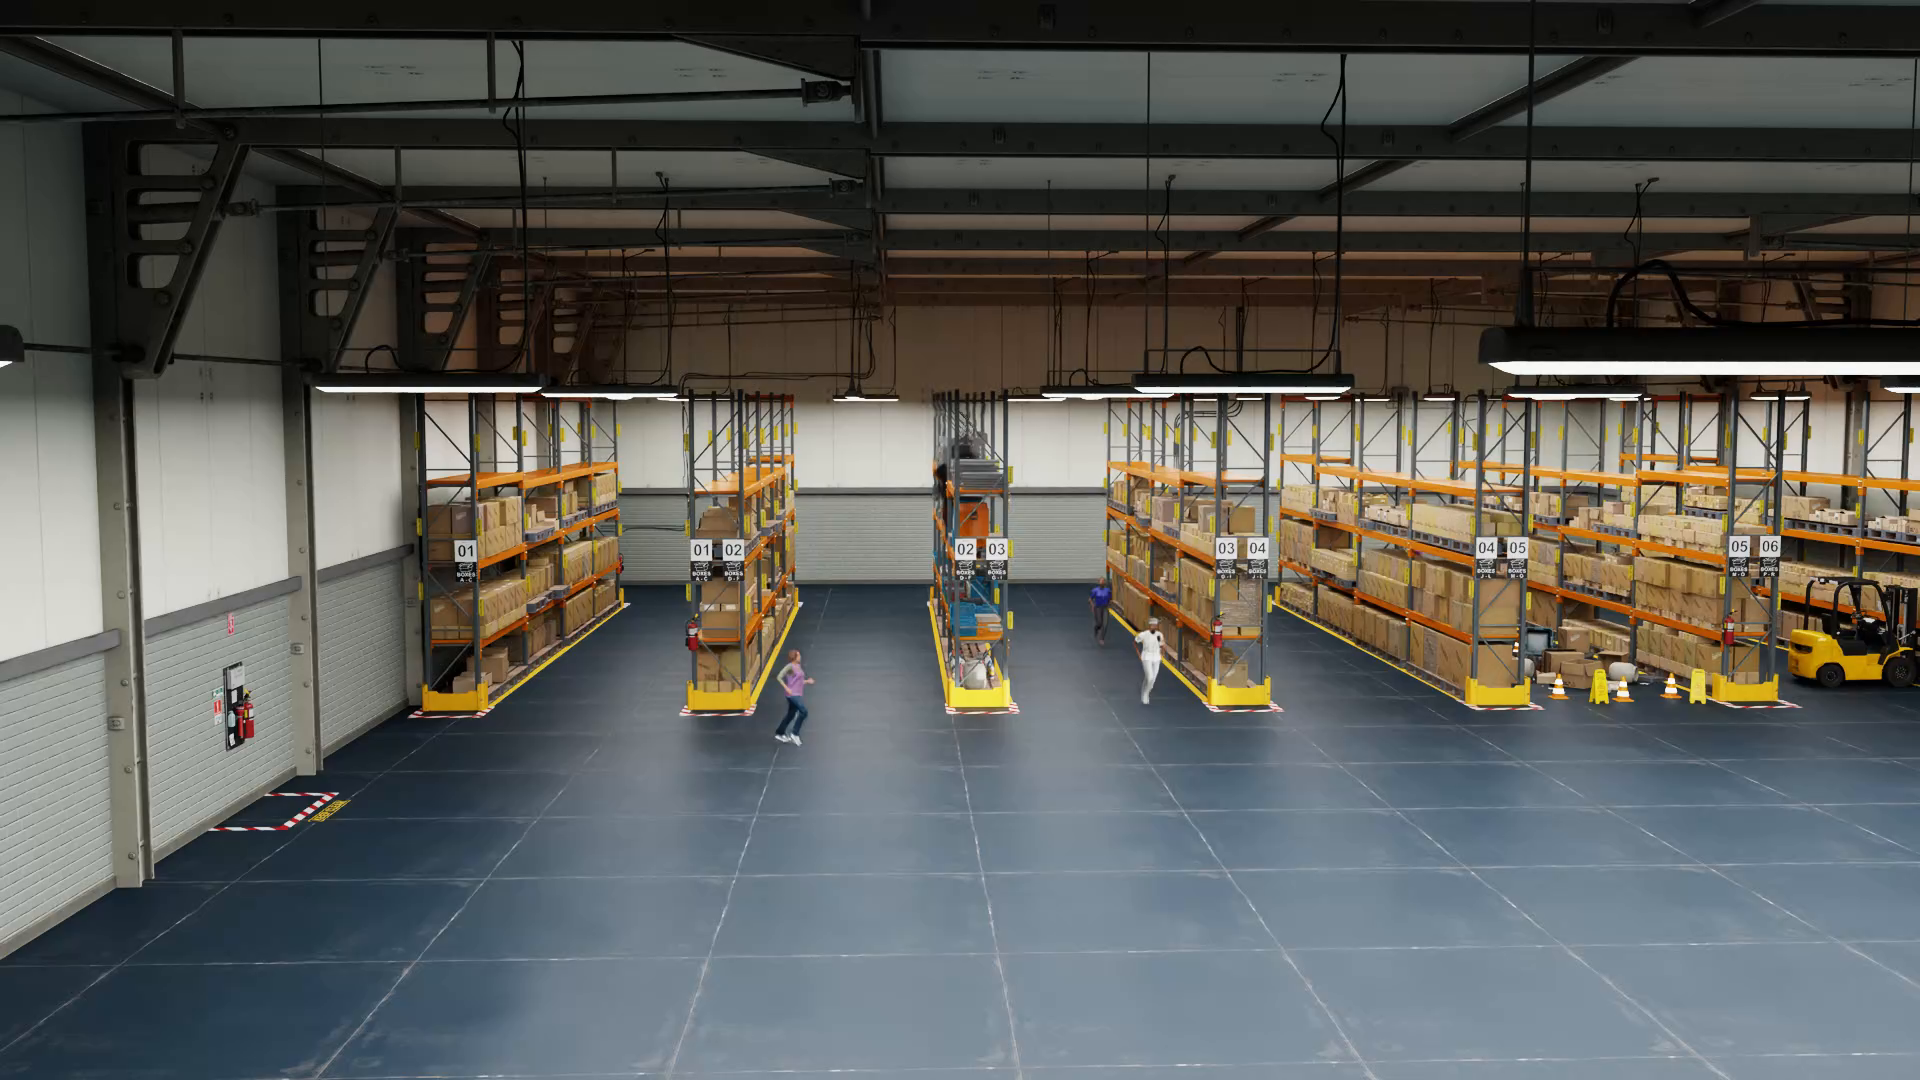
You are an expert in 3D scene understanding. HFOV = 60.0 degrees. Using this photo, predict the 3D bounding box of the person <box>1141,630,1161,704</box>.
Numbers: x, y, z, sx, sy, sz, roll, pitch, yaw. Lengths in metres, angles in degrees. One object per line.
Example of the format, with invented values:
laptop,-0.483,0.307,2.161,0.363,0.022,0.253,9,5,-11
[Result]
person,3.640,2.420,31.747,0.387,1.400,0.650,-1,5,-15

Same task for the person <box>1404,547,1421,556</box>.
person,13.346,0.741,49.334,0.811,1.676,0.690,0,5,1

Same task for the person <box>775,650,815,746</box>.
person,-2.792,2.651,27.966,0.695,1.623,0.514,1,5,11

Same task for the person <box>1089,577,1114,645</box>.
person,3.390,1.689,39.790,0.583,1.615,0.558,0,5,-5
